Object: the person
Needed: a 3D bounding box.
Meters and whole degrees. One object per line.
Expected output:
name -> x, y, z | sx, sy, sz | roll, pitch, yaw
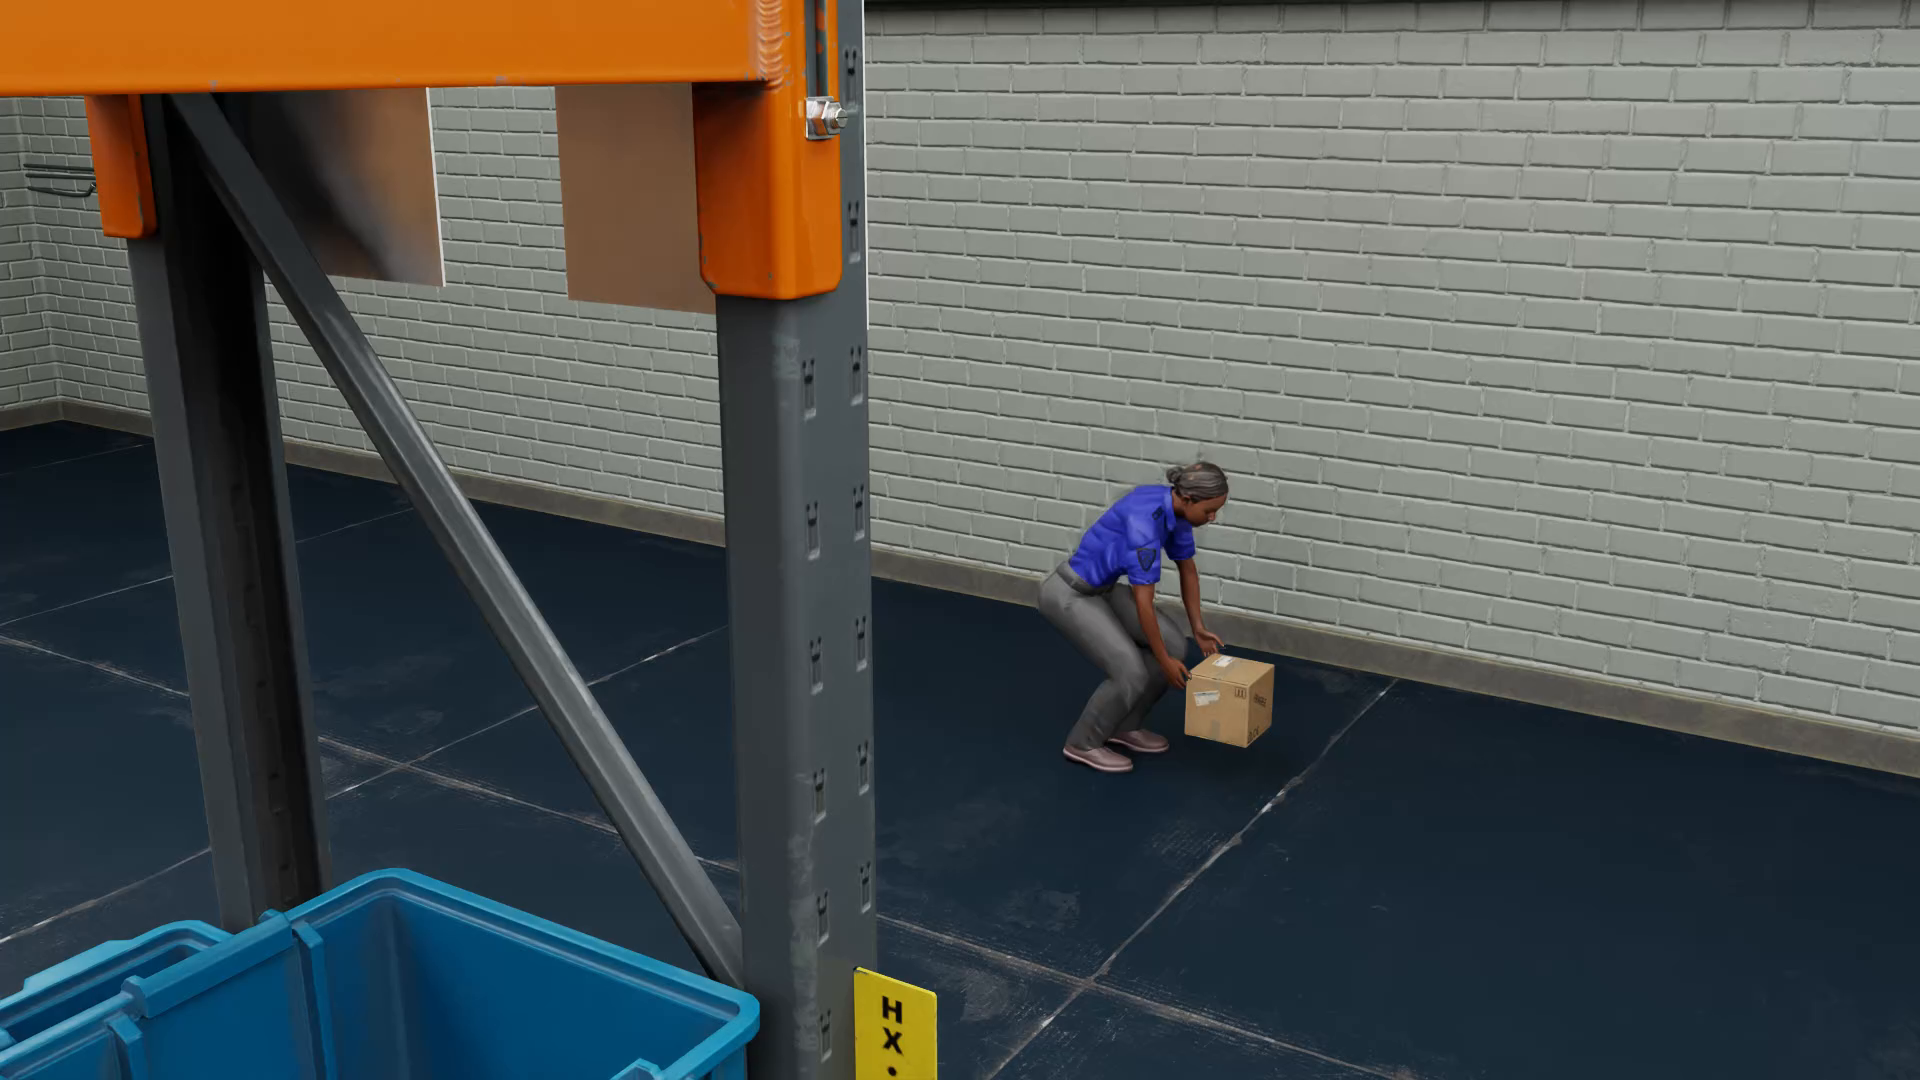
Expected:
person -> 0.684, 0.318, 6.432 | 0.740, 1.117, 0.499 | 10, 19, 30
